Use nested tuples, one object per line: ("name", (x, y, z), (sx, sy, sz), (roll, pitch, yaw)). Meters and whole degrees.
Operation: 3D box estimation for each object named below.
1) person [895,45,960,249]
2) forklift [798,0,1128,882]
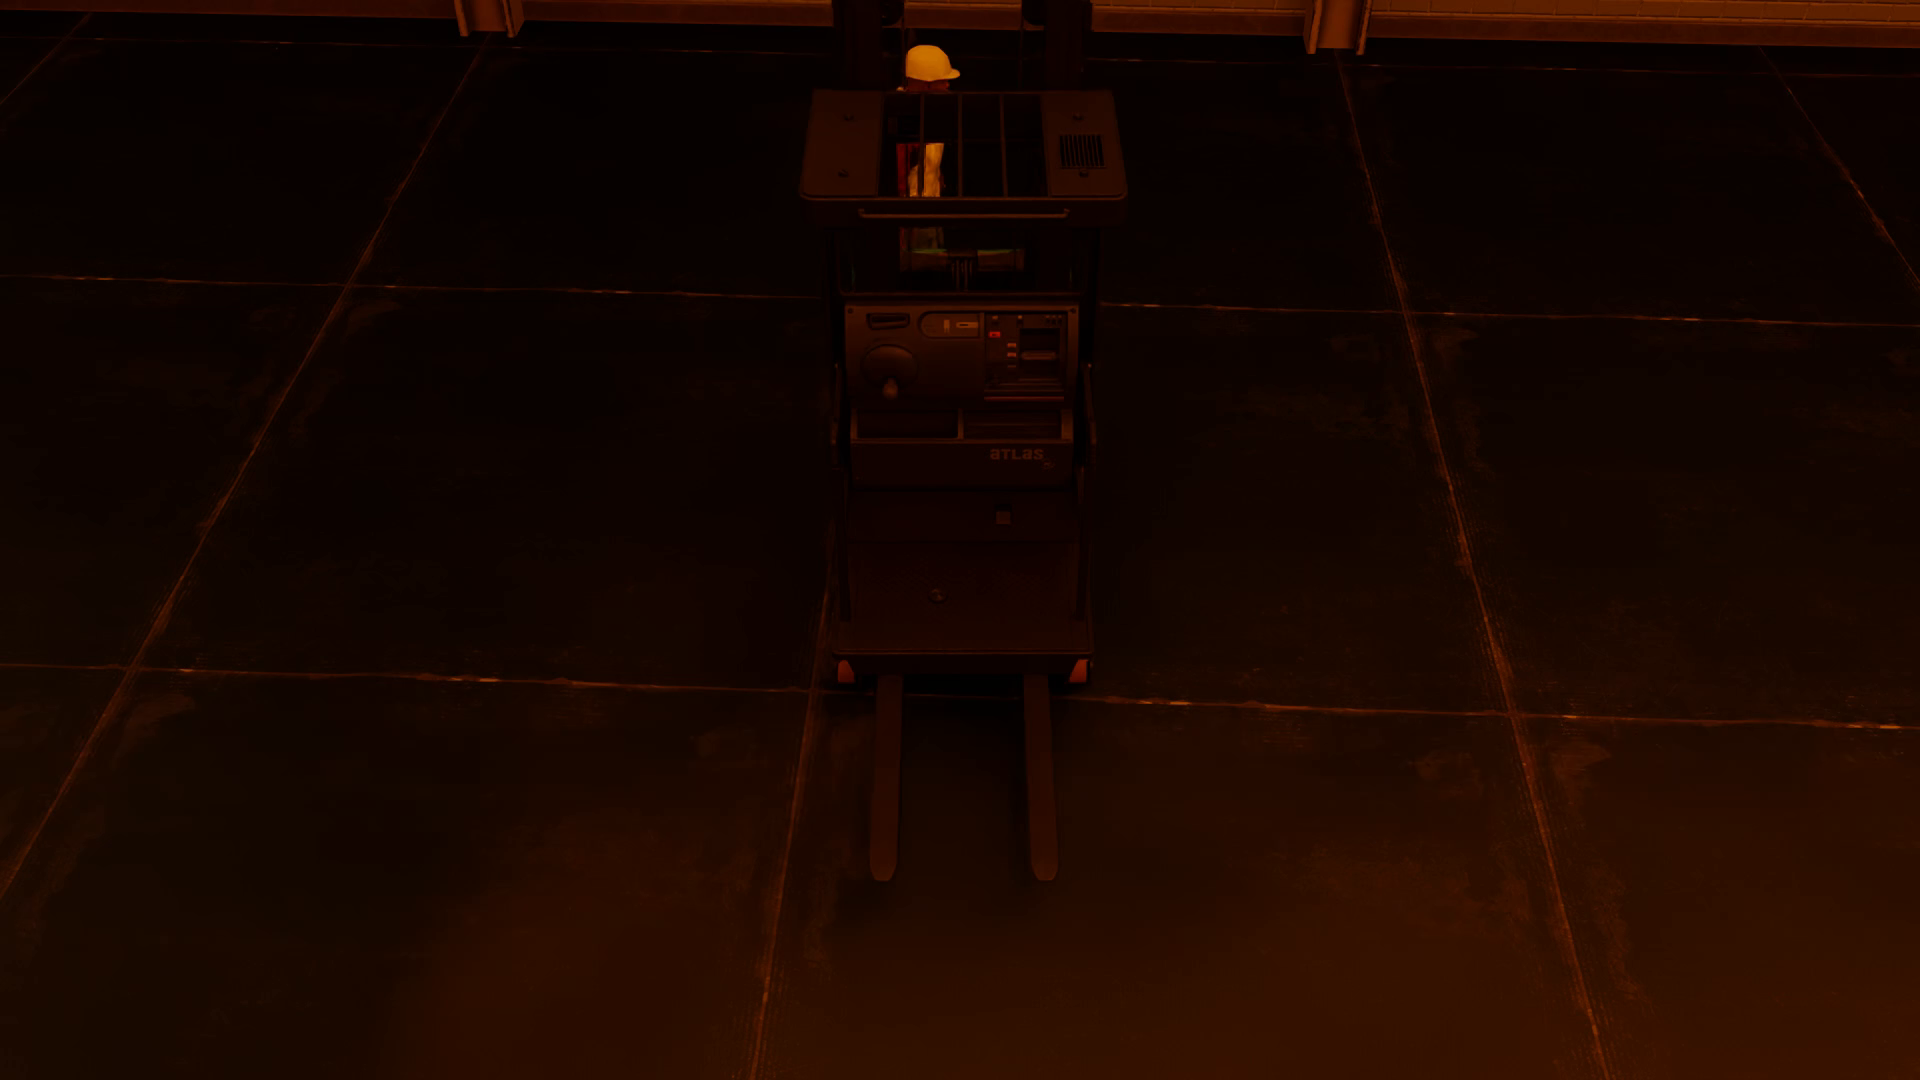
("person", (-0.207, -1.715, 8.506), (0.418, 1.740, 0.824), (3, 42, 3))
("forklift", (0.010, -0.670, 6.476), (1.130, 2.935, 3.031), (0, 42, 0))
